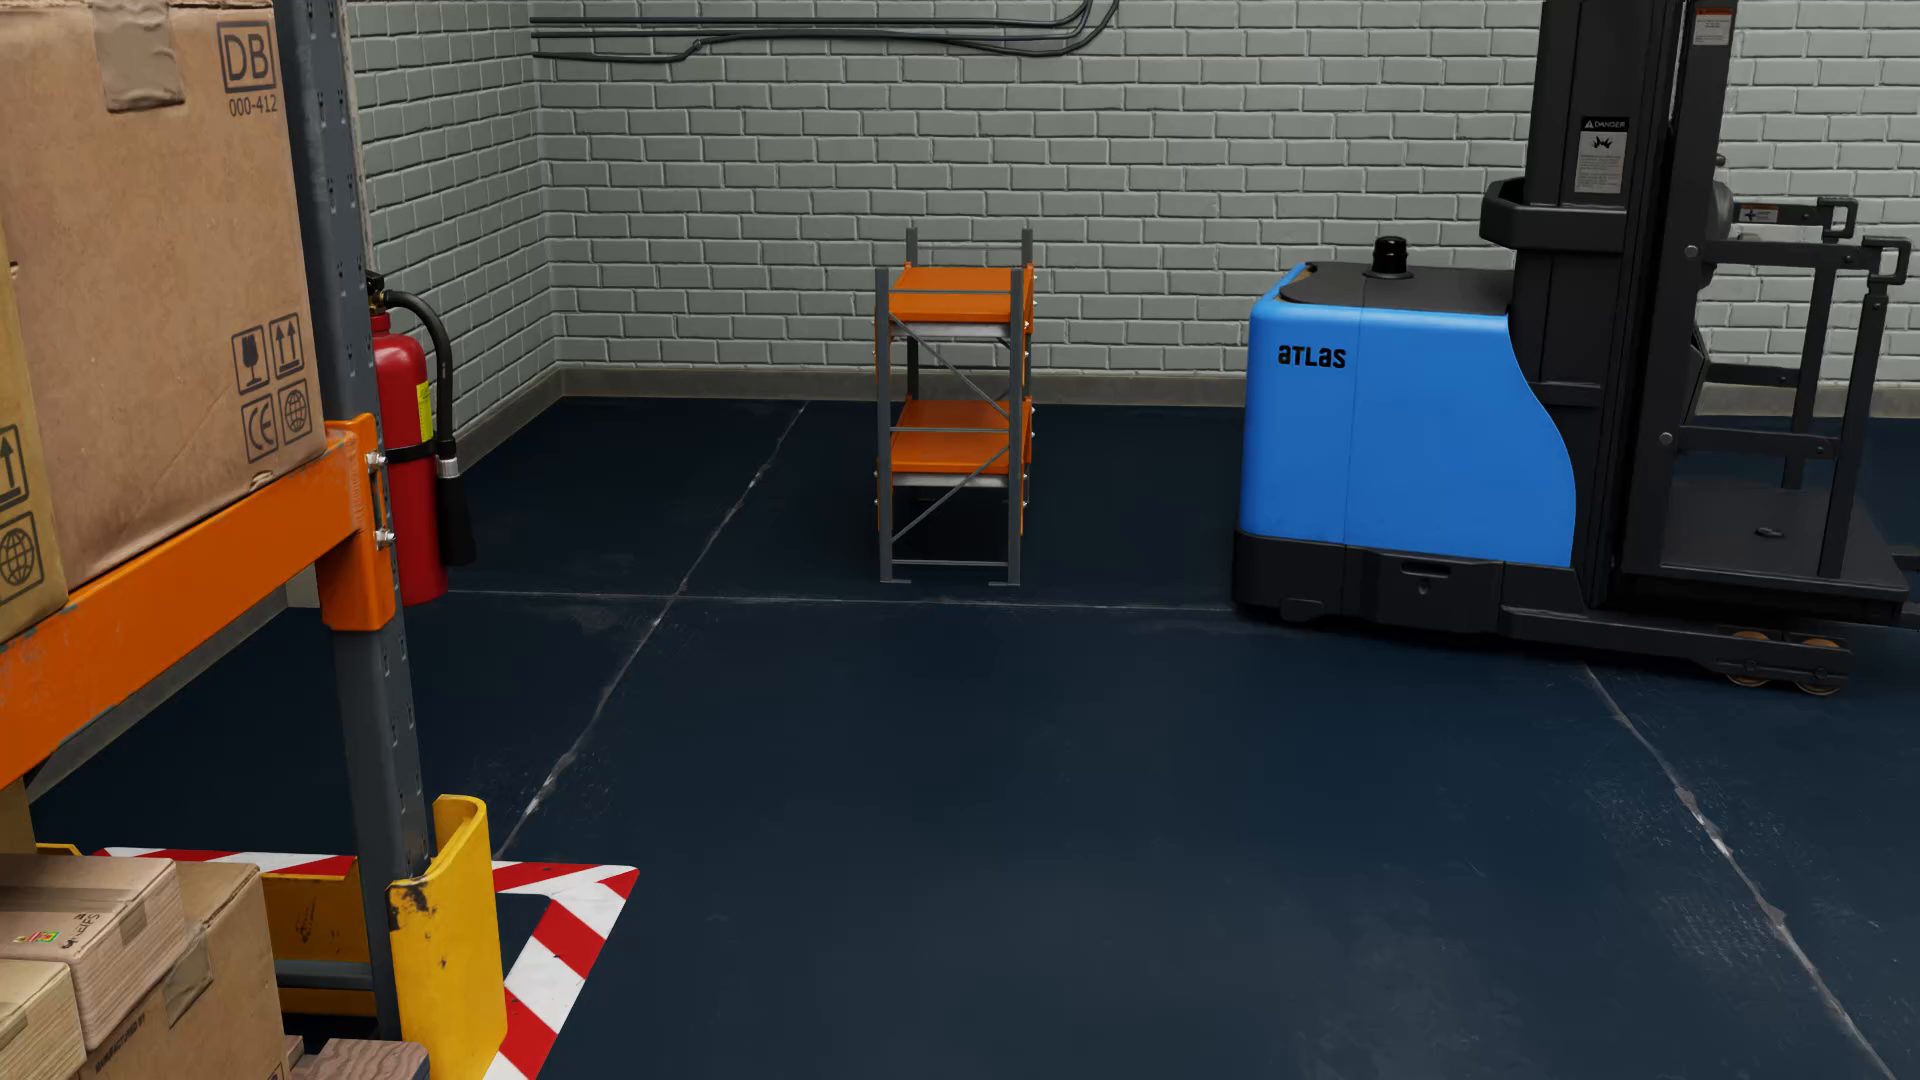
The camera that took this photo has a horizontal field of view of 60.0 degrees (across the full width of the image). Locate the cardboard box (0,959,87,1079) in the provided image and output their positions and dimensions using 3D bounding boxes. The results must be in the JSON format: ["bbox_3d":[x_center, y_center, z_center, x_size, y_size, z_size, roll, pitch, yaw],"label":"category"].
[{"bbox_3d":[-1.307,0.626,1.993,0.380,0.149,0.250,2,18,5],"label":"cardboard box"}]

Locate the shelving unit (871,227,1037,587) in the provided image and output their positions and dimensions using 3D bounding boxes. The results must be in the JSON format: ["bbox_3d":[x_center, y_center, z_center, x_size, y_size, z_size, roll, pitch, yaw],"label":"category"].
[{"bbox_3d":[0.000,-0.537,6.254,0.538,1.125,1.048,1,18,4],"label":"shelving unit"}]

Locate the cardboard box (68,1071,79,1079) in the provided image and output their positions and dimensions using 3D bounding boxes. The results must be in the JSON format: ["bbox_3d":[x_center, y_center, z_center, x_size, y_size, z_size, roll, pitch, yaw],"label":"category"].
[{"bbox_3d":[-1.498,0.966,1.996,0.700,0.500,0.500,1,18,4],"label":"cardboard box"}]

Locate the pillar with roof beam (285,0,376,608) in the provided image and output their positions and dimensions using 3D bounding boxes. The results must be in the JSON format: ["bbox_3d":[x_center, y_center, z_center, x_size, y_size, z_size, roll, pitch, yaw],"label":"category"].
[{"bbox_3d":[2.113,-4.010,4.208,9.100,9.000,0.400,1,18,4],"label":"pillar with roof beam"}]

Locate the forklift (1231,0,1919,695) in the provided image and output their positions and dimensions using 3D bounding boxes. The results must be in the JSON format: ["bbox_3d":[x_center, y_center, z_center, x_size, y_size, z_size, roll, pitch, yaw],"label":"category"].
[{"bbox_3d":[2.489,-1.113,5.111,3.031,2.935,1.130,6,19,19],"label":"forklift"}]

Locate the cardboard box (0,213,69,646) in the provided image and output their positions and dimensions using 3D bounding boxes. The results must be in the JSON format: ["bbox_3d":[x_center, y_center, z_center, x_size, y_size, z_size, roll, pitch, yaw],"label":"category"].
[{"bbox_3d":[-1.579,-0.155,1.596,0.980,0.700,0.700,1,18,3],"label":"cardboard box"}]

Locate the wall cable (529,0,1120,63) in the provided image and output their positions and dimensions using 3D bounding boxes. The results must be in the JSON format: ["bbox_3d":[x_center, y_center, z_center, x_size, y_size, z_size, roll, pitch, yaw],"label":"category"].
[{"bbox_3d":[-0.750,-3.521,7.703,3.097,2.526,0.112,1,18,4],"label":"wall cable"}]

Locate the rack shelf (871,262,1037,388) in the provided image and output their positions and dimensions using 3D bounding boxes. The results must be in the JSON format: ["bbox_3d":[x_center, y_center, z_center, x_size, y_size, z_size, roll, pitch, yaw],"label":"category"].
[{"bbox_3d":[0.000,-0.815,6.163,0.538,0.278,1.000,1,18,4],"label":"rack shelf"}]

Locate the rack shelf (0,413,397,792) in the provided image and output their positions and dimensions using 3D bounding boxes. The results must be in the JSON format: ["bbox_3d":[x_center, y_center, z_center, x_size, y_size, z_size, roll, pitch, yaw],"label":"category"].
[{"bbox_3d":[-1.655,0.566,1.033,1.077,0.370,4.000,1,18,4],"label":"rack shelf"}]

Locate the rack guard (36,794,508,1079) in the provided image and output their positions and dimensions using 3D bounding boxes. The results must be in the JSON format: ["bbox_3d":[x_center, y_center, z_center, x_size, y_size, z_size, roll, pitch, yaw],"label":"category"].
[{"bbox_3d":[-1.510,0.783,3.229,1.175,0.500,0.348,1,18,4],"label":"rack guard"}]

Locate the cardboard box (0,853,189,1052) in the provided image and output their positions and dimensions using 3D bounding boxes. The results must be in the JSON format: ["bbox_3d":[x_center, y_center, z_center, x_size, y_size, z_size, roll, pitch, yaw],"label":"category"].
[{"bbox_3d":[-1.289,0.547,2.236,0.380,0.149,0.250,1,18,3],"label":"cardboard box"}]

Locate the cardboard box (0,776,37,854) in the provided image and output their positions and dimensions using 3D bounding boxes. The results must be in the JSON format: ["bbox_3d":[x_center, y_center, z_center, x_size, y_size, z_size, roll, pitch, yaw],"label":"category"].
[{"bbox_3d":[-1.653,0.459,2.502,0.380,0.149,0.250,1,18,4],"label":"cardboard box"}]

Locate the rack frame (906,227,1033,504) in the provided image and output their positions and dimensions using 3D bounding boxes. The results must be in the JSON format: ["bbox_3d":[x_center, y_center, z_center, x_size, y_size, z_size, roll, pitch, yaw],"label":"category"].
[{"bbox_3d":[0.037,-0.695,6.736,0.500,1.125,0.032,1,18,4],"label":"rack frame"}]

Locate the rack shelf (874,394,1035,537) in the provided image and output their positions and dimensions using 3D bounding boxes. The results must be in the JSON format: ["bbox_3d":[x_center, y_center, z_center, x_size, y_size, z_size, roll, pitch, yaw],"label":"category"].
[{"bbox_3d":[0.000,-0.304,6.330,0.538,0.278,1.000,1,18,4],"label":"rack shelf"}]

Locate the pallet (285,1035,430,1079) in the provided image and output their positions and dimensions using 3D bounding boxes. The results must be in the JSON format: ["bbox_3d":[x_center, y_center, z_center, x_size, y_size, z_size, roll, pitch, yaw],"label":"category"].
[{"bbox_3d":[-1.491,1.178,2.488,1.003,0.211,1.213,1,18,4],"label":"pallet"}]

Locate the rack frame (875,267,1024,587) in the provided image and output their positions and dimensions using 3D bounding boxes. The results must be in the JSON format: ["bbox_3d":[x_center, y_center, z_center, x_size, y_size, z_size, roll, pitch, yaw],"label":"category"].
[{"bbox_3d":[-0.036,-0.379,5.772,0.500,1.125,0.032,1,18,4],"label":"rack frame"}]

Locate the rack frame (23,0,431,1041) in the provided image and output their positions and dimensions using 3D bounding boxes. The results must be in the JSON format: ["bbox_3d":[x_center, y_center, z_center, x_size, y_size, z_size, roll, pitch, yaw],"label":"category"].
[{"bbox_3d":[-1.512,-0.397,2.817,1.000,3.000,0.127,1,18,4],"label":"rack frame"}]

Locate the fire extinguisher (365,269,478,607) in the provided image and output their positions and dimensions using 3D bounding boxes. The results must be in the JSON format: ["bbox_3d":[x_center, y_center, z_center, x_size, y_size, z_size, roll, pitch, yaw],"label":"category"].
[{"bbox_3d":[-1.040,-0.220,2.999,0.296,0.674,0.183,1,18,4],"label":"fire extinguisher"}]

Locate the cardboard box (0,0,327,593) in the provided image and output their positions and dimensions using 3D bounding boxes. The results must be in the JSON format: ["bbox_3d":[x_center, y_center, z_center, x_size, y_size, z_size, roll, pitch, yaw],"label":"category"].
[{"bbox_3d":[-1.538,-0.381,2.286,0.980,0.700,0.700,2,18,6],"label":"cardboard box"}]

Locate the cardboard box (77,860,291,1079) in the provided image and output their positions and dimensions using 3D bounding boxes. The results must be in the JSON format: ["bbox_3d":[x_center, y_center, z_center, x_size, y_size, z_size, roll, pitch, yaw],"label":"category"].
[{"bbox_3d":[-1.462,0.811,2.471,0.700,0.500,0.500,1,18,4],"label":"cardboard box"}]
